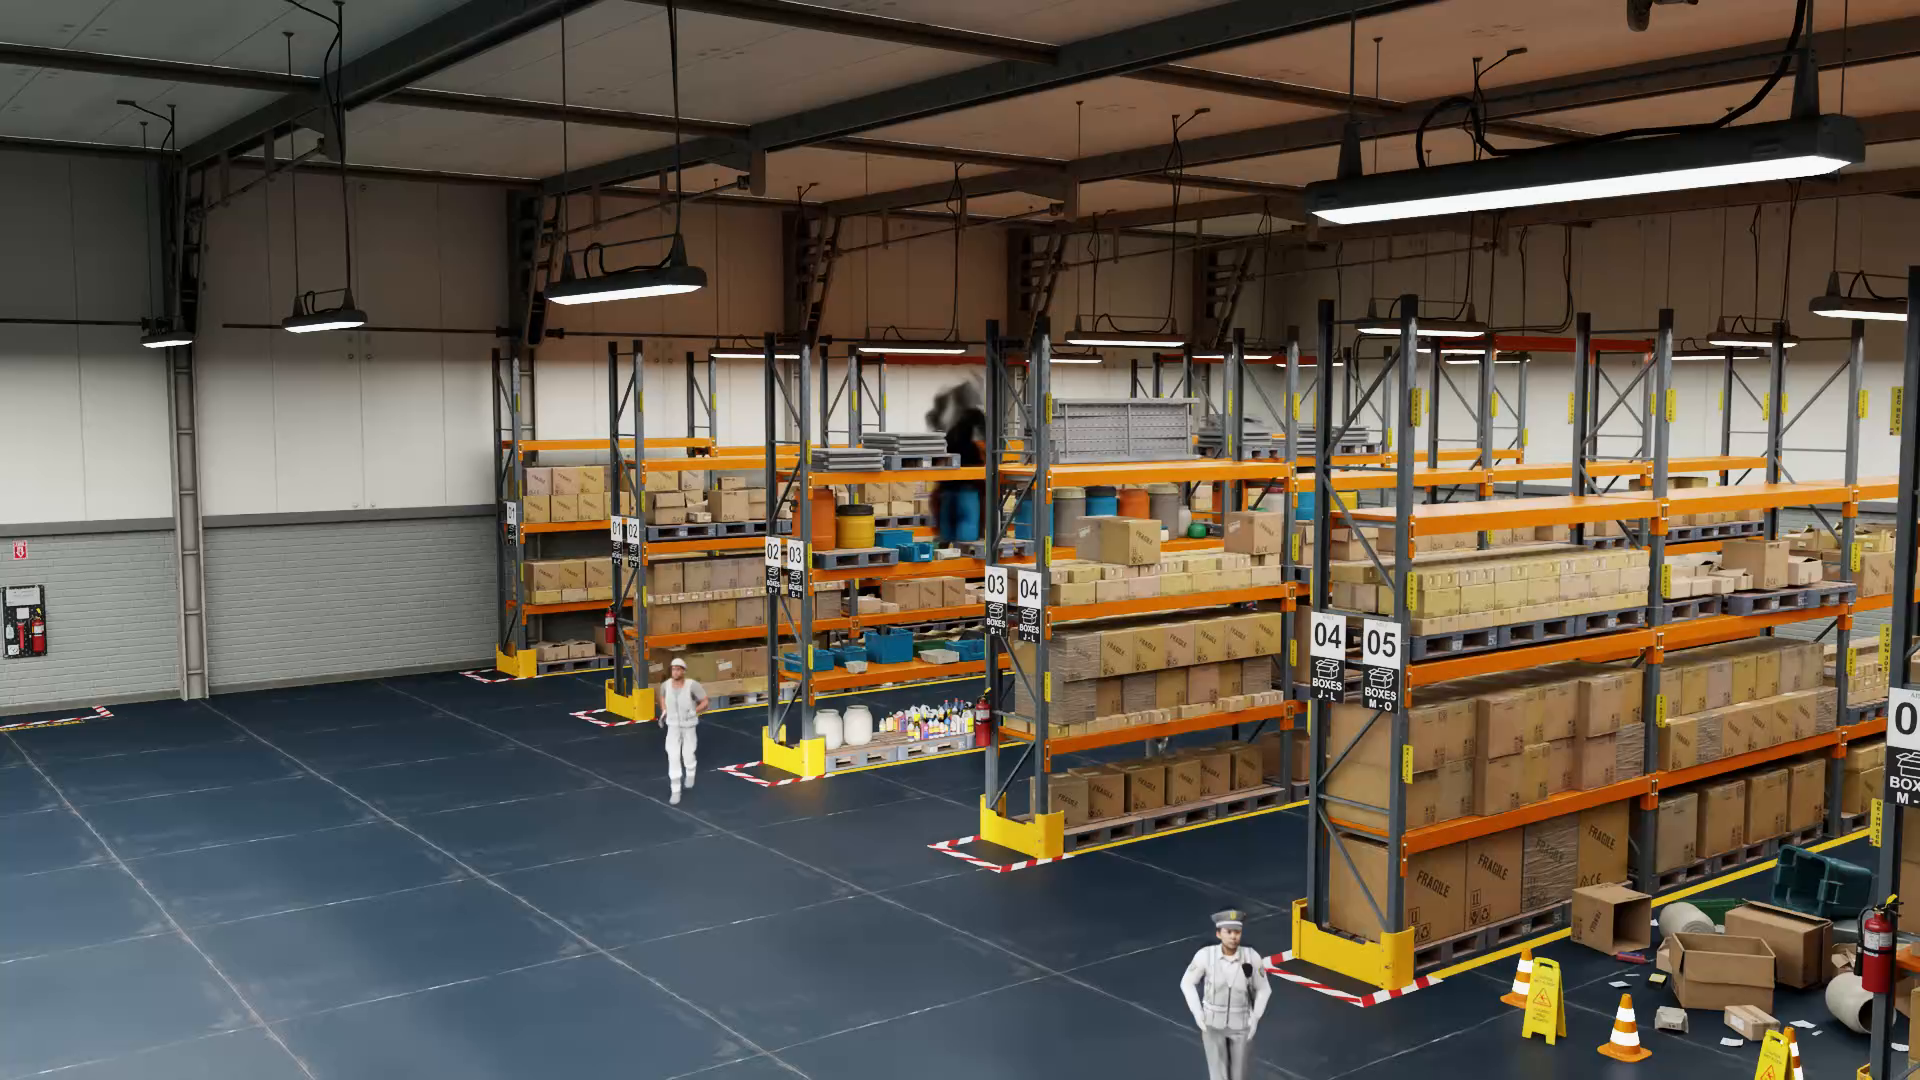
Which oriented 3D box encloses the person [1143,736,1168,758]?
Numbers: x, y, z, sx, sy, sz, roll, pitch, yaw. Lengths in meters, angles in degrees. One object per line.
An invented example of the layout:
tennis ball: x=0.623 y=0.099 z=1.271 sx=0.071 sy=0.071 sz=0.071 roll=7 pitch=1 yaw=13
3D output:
person: x=2.703 y=2.427 z=22.901 sx=0.536 sy=1.476 sz=0.646 roll=5 pitch=7 yaw=43

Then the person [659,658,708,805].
person: x=-3.532 y=2.401 z=21.296 sx=0.648 sy=1.820 sz=0.863 roll=0 pitch=5 yaw=3

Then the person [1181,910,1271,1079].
person: x=1.832 y=3.340 z=11.483 sx=0.618 sy=1.684 sz=0.676 roll=0 pitch=5 yaw=5
